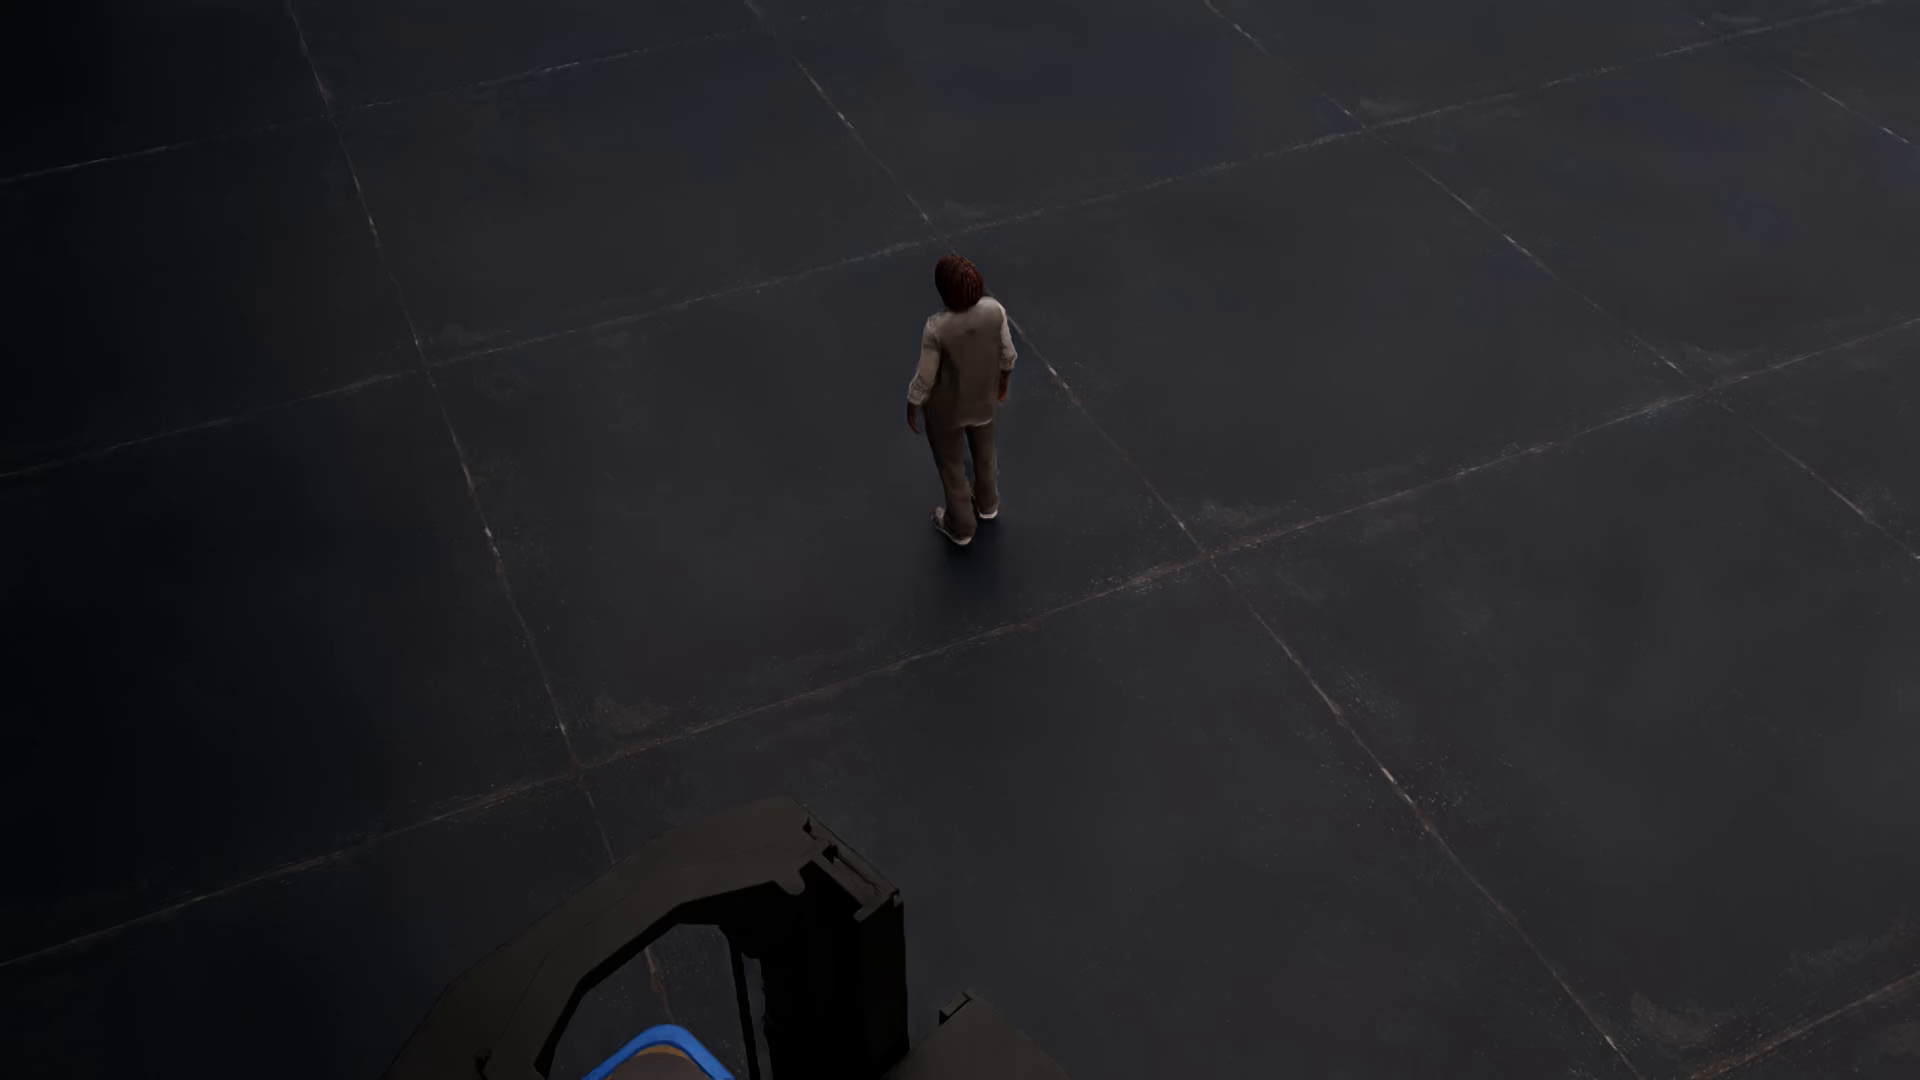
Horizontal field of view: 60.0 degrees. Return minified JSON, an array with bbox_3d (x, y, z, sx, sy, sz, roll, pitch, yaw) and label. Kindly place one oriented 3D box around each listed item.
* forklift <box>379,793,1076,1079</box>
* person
[{"bbox_3d":[-0.148,2.028,3.507,1.130,2.935,3.031,-34,53,-31],"label":"forklift"},{"bbox_3d":[-0.018,-0.639,7.332,0.521,1.597,0.474,-18,46,-18],"label":"person"}]
